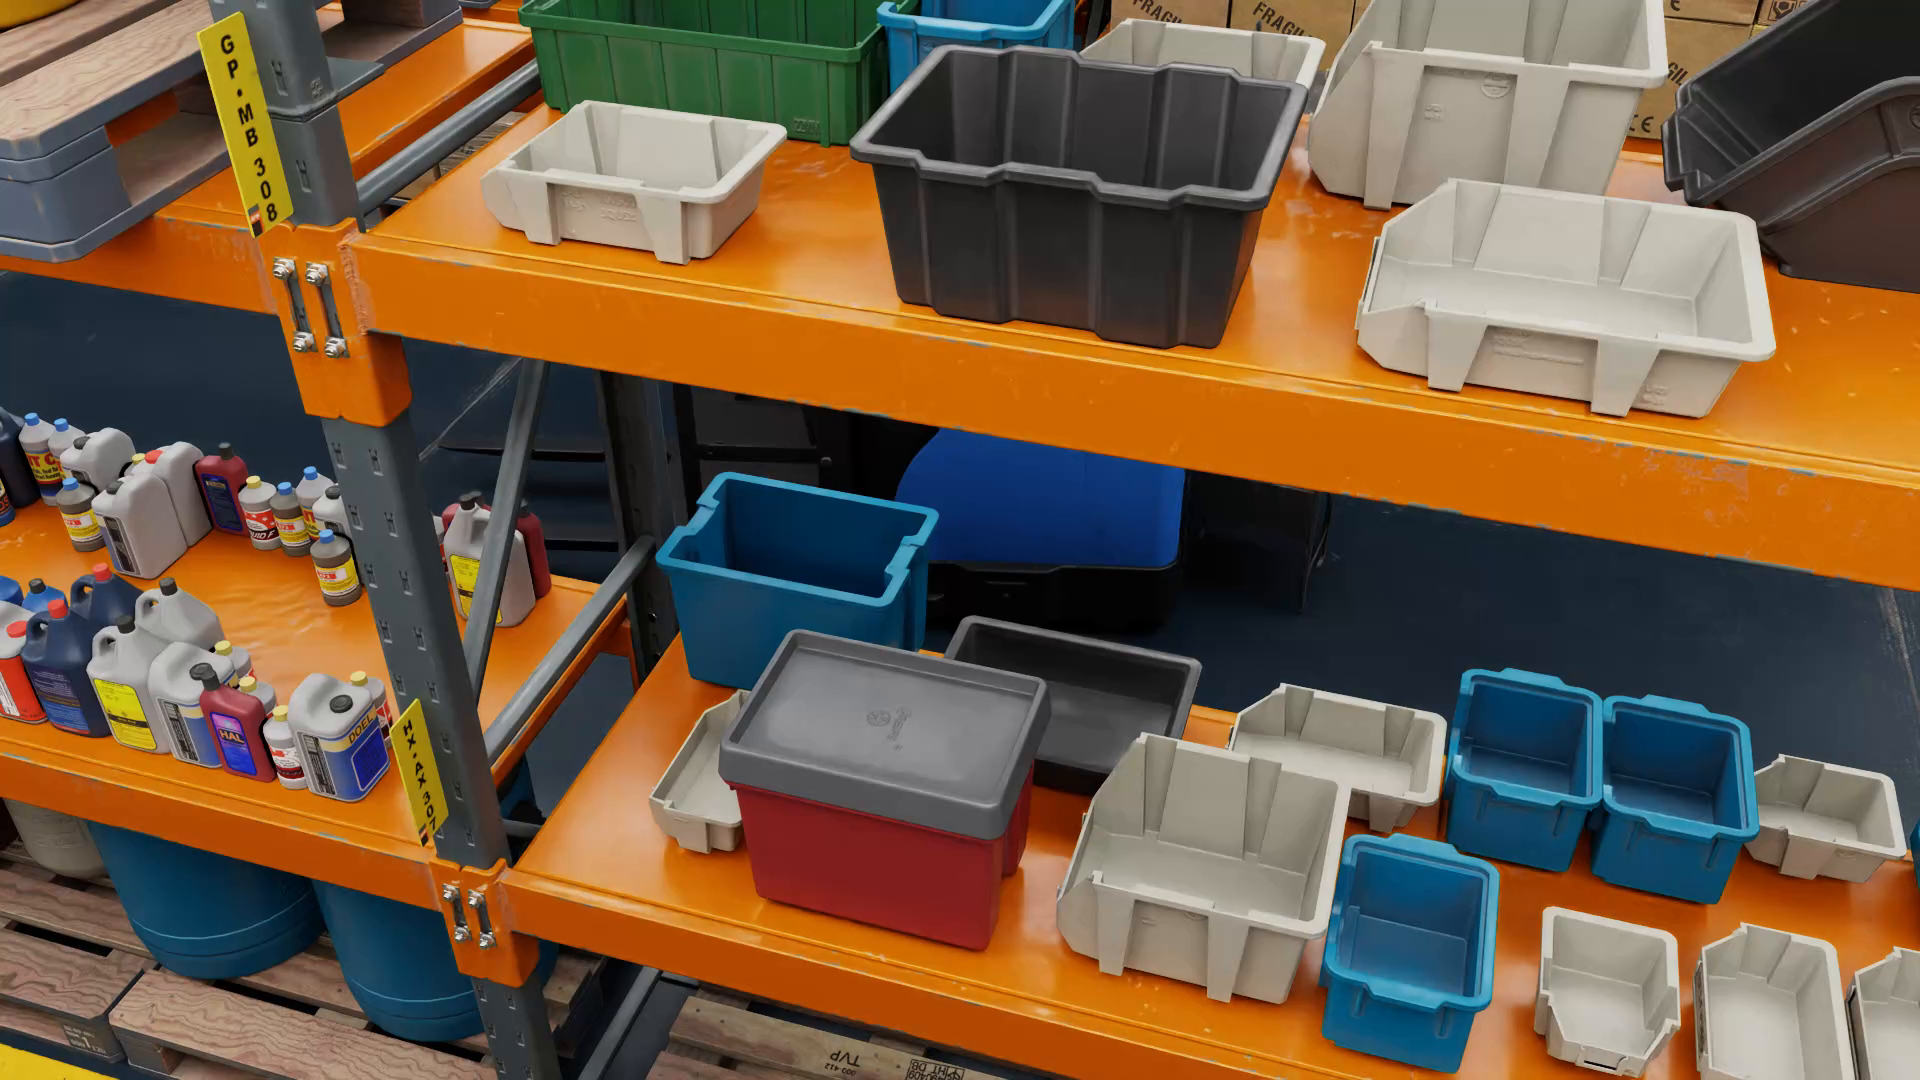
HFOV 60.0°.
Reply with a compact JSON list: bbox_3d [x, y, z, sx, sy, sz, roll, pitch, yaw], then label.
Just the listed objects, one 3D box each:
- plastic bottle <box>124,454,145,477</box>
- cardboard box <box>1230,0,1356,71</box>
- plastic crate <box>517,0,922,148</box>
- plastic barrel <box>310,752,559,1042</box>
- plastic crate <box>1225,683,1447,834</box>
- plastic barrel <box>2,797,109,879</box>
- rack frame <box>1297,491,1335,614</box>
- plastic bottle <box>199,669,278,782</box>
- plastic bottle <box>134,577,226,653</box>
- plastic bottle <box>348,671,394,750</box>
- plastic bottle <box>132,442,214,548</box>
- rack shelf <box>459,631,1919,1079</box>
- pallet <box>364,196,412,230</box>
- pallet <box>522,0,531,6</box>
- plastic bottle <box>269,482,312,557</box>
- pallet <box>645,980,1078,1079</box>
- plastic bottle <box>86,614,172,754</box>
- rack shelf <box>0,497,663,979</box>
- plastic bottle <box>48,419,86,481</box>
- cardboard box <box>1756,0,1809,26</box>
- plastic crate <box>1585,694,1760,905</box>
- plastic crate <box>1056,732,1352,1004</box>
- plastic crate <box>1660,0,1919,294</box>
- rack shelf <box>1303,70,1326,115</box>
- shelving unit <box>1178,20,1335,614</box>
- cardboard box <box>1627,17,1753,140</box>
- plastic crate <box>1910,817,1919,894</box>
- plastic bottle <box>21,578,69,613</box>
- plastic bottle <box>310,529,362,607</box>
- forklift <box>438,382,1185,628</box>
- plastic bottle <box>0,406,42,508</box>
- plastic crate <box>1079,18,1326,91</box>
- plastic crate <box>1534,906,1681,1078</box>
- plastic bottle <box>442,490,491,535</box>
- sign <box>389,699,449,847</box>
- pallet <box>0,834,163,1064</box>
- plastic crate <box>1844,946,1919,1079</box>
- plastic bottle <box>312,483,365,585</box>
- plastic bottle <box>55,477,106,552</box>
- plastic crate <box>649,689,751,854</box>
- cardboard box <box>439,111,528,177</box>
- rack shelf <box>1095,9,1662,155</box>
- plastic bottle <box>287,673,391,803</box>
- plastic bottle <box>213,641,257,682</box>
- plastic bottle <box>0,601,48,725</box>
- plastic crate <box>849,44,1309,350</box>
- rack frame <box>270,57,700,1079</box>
[{"bbox_3d":[-2.235,-0.145,4.584,0.097,0.201,0.097,0,36,0],"label":"plastic bottle"},{"bbox_3d":[1.455,-2.237,7.175,0.500,0.500,0.500,11,38,15],"label":"cardboard box"},{"bbox_3d":[-0.426,-0.947,3.154,0.662,0.188,0.450,10,38,14],"label":"plastic crate"},{"bbox_3d":[-1.435,0.842,4.491,0.708,0.901,0.600,10,38,14],"label":"plastic barrel"},{"bbox_3d":[0.831,0.492,3.723,0.466,0.136,0.293,10,38,14],"label":"plastic crate"},{"bbox_3d":[-2.623,0.724,4.981,0.421,0.512,0.421,0,36,0],"label":"plastic barrel"},{"bbox_3d":[1.378,-0.673,5.893,0.015,2.100,0.400,14,39,18],"label":"rack frame"},{"bbox_3d":[-1.628,0.417,3.751,0.133,0.283,0.061,10,38,14],"label":"plastic bottle"},{"bbox_3d":[-1.853,0.233,3.945,0.185,0.351,0.144,10,38,14],"label":"plastic bottle"},{"bbox_3d":[-1.374,0.391,3.855,0.097,0.201,0.097,0,36,0],"label":"plastic bottle"},{"bbox_3d":[-2.133,-0.139,4.513,0.135,0.276,0.152,10,38,14],"label":"plastic bottle"},{"bbox_3d":[0.988,0.915,3.583,4.000,0.370,1.077,10,38,14],"label":"rack shelf"},{"bbox_3d":[-2.557,-1.961,9.236,1.213,0.211,1.003,10,38,14],"label":"pallet"},{"bbox_3d":[-1.400,-2.819,8.211,1.213,0.211,1.003,10,38,14],"label":"pallet"},{"bbox_3d":[-1.794,-0.063,4.473,0.097,0.201,0.097,0,36,0],"label":"plastic bottle"},{"bbox_3d":[-0.207,1.503,4.530,1.213,0.211,1.003,10,38,14],"label":"pallet"},{"bbox_3d":[-1.896,0.315,3.834,0.185,0.351,0.144,10,38,14],"label":"plastic bottle"},{"bbox_3d":[-2.830,0.208,4.543,4.000,0.370,1.077,10,38,14],"label":"rack shelf"},{"bbox_3d":[-2.457,-0.214,4.619,0.097,0.271,0.097,0,36,0],"label":"plastic bottle"},{"bbox_3d":[3.389,-2.278,6.386,0.500,0.500,0.500,12,38,15],"label":"cardboard box"},{"bbox_3d":[1.503,0.560,3.550,0.300,0.233,0.416,10,38,14],"label":"plastic crate"},{"bbox_3d":[0.482,0.670,3.359,0.530,0.282,0.437,10,38,14],"label":"plastic crate"},{"bbox_3d":[1.521,-0.630,2.597,0.767,0.338,0.504,10,38,14],"label":"plastic crate"},{"bbox_3d":[1.154,-1.283,5.564,0.480,0.518,0.431,14,39,18],"label":"rack shelf"},{"bbox_3d":[1.153,-0.730,5.971,0.503,2.100,0.431,14,39,18],"label":"shelving unit"},{"bbox_3d":[2.899,-1.969,6.811,0.500,0.500,0.500,11,38,14],"label":"cardboard box"},{"bbox_3d":[2.132,0.676,3.392,0.300,0.233,0.416,10,38,14],"label":"plastic crate"},{"bbox_3d":[-2.204,0.209,4.043,0.097,0.271,0.097,0,36,0],"label":"plastic bottle"},{"bbox_3d":[-1.618,0.064,4.300,0.097,0.201,0.097,0,36,0],"label":"plastic bottle"},{"bbox_3d":[-0.672,-1.178,5.878,3.031,2.935,1.130,2,36,3],"label":"forklift"},{"bbox_3d":[-2.691,-0.275,4.635,0.185,0.351,0.144,10,38,14],"label":"plastic bottle"},{"bbox_3d":[0.407,-0.820,3.026,0.466,0.136,0.293,10,38,14],"label":"plastic crate"},{"bbox_3d":[1.231,0.883,3.192,0.250,0.136,0.298,10,38,14],"label":"plastic crate"},{"bbox_3d":[-1.271,-0.011,4.333,0.133,0.283,0.061,10,38,14],"label":"plastic bottle"},{"bbox_3d":[-1.086,0.471,3.345,0.005,0.325,0.100,10,38,14],"label":"sign"},{"bbox_3d":[-2.813,1.021,5.185,1.213,0.211,1.003,10,38,14],"label":"pallet"},{"bbox_3d":[1.793,0.960,3.087,0.243,0.136,0.396,10,38,14],"label":"plastic crate"},{"bbox_3d":[-1.598,-0.040,4.379,0.135,0.276,0.152,10,38,14],"label":"plastic bottle"},{"bbox_3d":[-2.373,-0.076,4.491,0.097,0.201,0.097,0,36,0],"label":"plastic bottle"},{"bbox_3d":[-0.519,0.517,3.689,0.243,0.136,0.396,10,38,14],"label":"plastic crate"},{"bbox_3d":[-2.407,-2.076,8.778,0.500,0.500,0.500,9,37,12],"label":"cardboard box"},{"bbox_3d":[2.469,-1.887,7.390,4.000,0.370,1.077,10,38,14],"label":"rack shelf"},{"bbox_3d":[-1.393,0.435,3.733,0.135,0.276,0.152,10,38,14],"label":"plastic bottle"},{"bbox_3d":[-1.722,0.327,3.943,0.097,0.201,0.097,0,36,0],"label":"plastic bottle"},{"bbox_3d":[-2.223,0.281,3.942,0.135,0.276,0.152,10,38,14],"label":"plastic bottle"},{"bbox_3d":[0.183,-0.509,2.490,0.590,0.269,0.497,10,38,14],"label":"plastic crate"},{"bbox_3d":[-0.921,0.272,3.850,0.127,3.000,1.000,10,38,14],"label":"rack frame"}]
